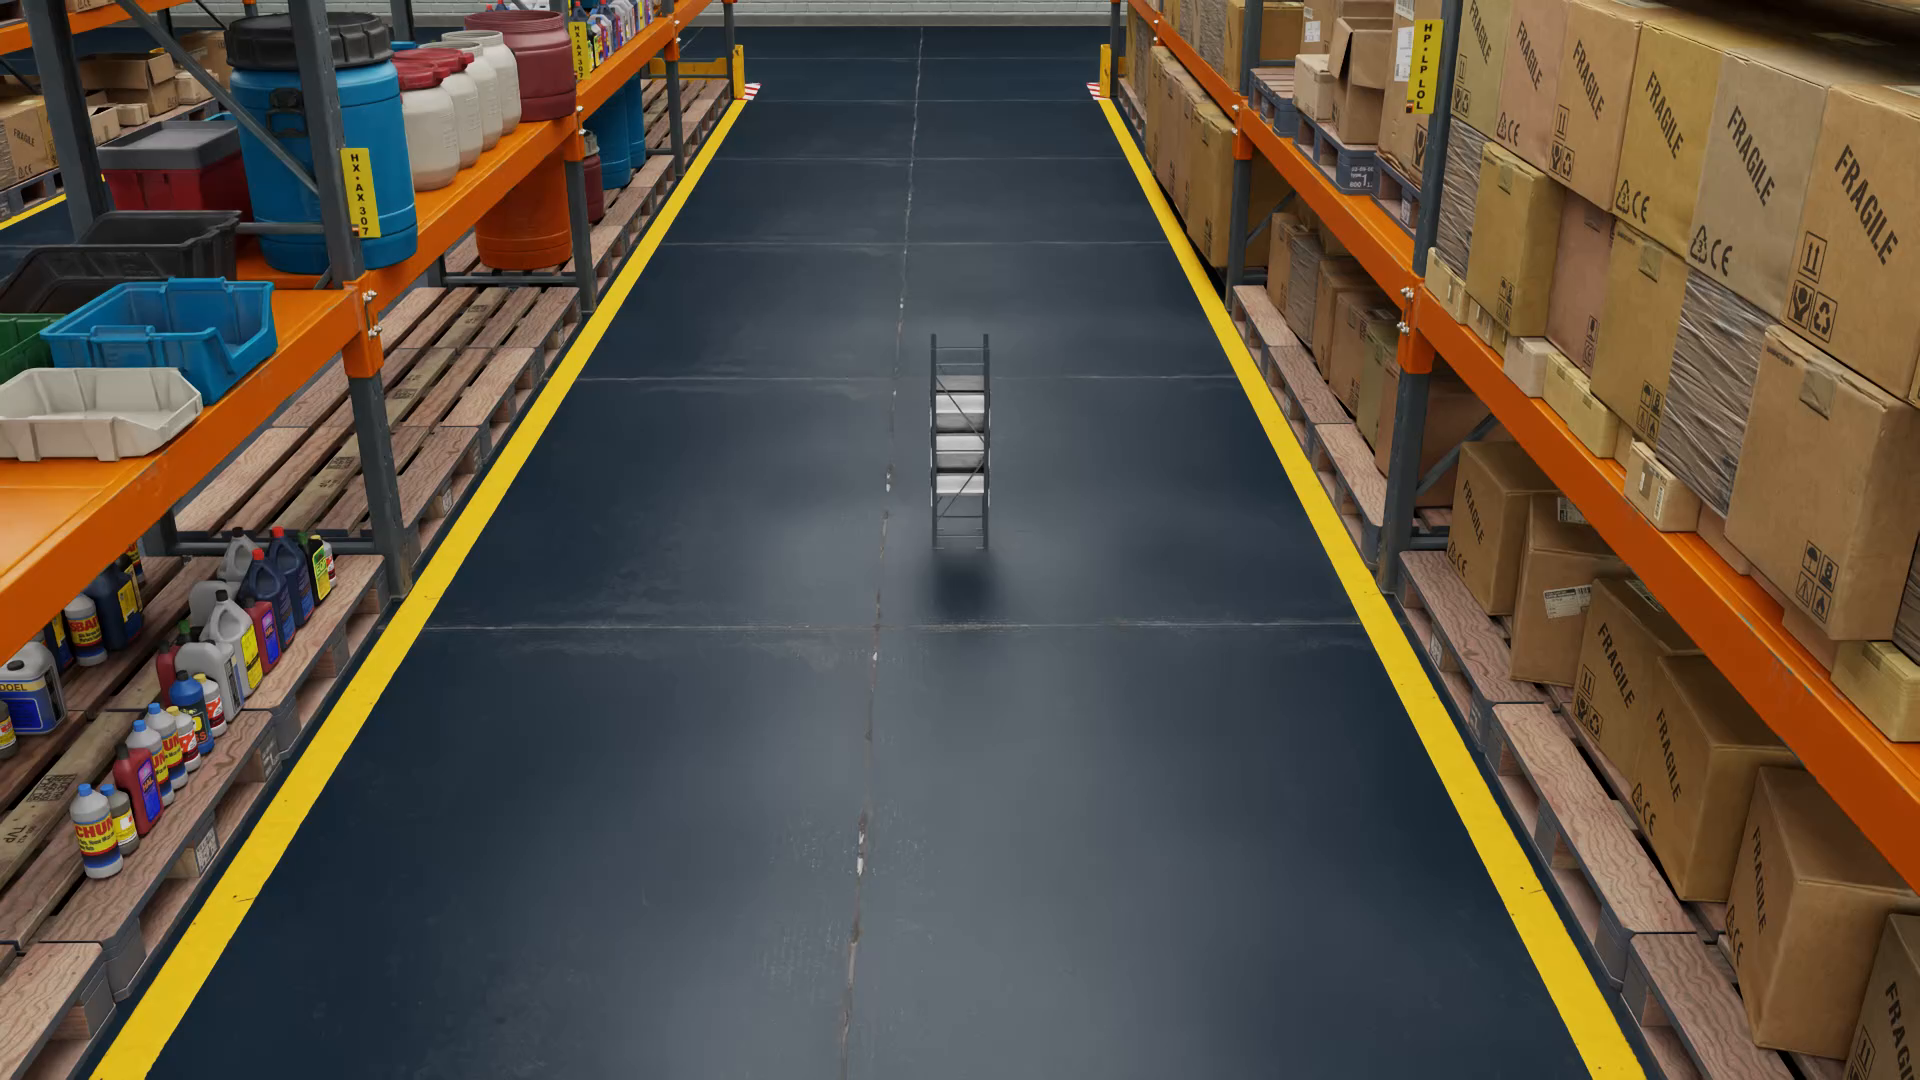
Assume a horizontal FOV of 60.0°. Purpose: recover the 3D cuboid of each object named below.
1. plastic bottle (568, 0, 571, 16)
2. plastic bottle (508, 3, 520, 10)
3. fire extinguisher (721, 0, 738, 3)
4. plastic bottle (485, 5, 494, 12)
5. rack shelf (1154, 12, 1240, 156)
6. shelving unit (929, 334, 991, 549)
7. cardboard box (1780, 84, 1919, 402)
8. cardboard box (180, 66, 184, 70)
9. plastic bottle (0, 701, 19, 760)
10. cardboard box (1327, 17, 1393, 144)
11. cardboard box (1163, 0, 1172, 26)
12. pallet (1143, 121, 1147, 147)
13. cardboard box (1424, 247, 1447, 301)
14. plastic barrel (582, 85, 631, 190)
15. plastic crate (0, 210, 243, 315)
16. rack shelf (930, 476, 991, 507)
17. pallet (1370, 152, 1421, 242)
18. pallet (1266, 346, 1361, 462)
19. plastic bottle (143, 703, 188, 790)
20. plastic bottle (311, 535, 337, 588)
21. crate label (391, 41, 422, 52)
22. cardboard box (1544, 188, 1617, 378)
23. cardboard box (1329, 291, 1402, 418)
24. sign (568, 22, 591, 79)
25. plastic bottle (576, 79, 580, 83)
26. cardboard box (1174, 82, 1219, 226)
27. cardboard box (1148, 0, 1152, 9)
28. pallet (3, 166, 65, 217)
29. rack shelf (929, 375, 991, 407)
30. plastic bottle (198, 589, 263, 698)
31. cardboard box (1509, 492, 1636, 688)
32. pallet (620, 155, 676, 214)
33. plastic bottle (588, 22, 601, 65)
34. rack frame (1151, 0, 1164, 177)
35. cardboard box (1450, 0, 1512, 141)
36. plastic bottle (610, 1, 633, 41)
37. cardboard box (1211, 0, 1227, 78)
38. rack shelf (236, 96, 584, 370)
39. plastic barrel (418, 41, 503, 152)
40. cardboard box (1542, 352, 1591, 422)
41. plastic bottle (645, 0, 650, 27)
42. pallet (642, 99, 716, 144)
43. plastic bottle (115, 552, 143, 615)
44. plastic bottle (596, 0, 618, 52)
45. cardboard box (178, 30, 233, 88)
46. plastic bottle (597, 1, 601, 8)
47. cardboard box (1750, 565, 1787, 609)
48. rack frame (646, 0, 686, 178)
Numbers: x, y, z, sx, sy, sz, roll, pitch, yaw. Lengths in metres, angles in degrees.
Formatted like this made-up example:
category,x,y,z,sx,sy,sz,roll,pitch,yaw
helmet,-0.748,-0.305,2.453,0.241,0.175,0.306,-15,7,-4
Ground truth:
category,x,y,z,sx,sy,sz,roll,pitch,yaw
plastic bottle,-3.147,-4.254,13.075,0.144,0.351,0.185,0,24,-1
plastic bottle,-3.190,-3.713,11.971,0.152,0.276,0.135,0,24,-1
fire extinguisher,-2.418,-5.947,17.305,0.296,0.674,0.183,0,24,-1
plastic bottle,-3.187,-3.470,11.343,0.144,0.351,0.185,0,24,-1
rack shelf,2.148,-3.310,11.801,1.077,0.370,4.000,0,24,-1
shelving unit,0.000,-0.413,7.072,0.258,0.900,0.210,0,24,-1
cardboard box,1.992,-0.585,3.208,0.500,0.500,0.500,0,24,-1
cardboard box,-8.163,-4.794,17.136,0.380,0.149,0.250,0,24,-1
plastic bottle,-3.017,0.577,5.196,0.097,0.201,0.097,0,24,0
cardboard box,2.102,-2.117,7.657,0.797,0.503,0.637,2,24,5
cardboard box,1.881,-4.317,13.033,0.500,0.500,0.500,0,24,0
pallet,2.196,-3.505,14.743,1.003,0.211,1.213,0,24,-1
cardboard box,1.915,-0.961,6.039,0.380,0.149,0.250,0,24,-1
plastic barrel,-2.830,-3.159,12.631,0.600,0.901,0.708,0,24,-1
plastic crate,-2.861,-0.898,5.672,0.767,0.338,0.504,0,24,-1
rack shelf,0.000,-0.219,7.160,0.258,0.077,0.200,0,24,-1
pallet,2.350,-1.393,6.924,1.003,0.211,1.213,0,24,-1
pallet,2.187,-0.719,8.585,1.003,0.211,1.213,0,24,-1
plastic bottle,-2.409,0.617,5.023,0.097,0.271,0.097,0,24,0
plastic bottle,-2.424,0.080,6.296,0.097,0.201,0.097,0,24,0
crate label,-3.043,-2.397,8.866,0.502,0.435,0.616,0,24,-1
cardboard box,2.233,-0.749,4.783,0.875,0.500,0.500,0,24,-1
cardboard box,2.235,-0.907,8.115,0.700,0.500,0.500,-2,24,-5
sign,-2.233,-2.871,9.760,0.100,0.325,0.005,0,24,-1
plastic bottle,-2.440,-2.968,10.414,0.097,0.201,0.097,0,24,0
cardboard box,2.181,-2.688,11.623,1.225,0.875,0.875,0,24,0
cardboard box,1.792,-4.578,14.036,0.380,0.149,0.250,0,24,0
pallet,-7.733,-2.813,13.214,1.003,0.211,1.213,0,24,-1
rack shelf,0.000,-0.629,6.974,0.258,0.077,0.200,0,24,-1
plastic bottle,-2.439,0.340,5.539,0.144,0.351,0.185,0,24,-1
cardboard box,2.191,0.183,5.728,0.500,0.500,0.500,8,25,16
pallet,-2.860,-2.851,13.297,1.003,0.211,1.213,0,24,-1
plastic bottle,-2.448,-3.301,11.065,0.097,0.271,0.097,0,24,0
rack frame,2.126,-4.462,13.475,1.000,3.000,0.127,0,24,-1
cardboard box,1.964,-1.615,5.486,0.500,0.500,0.500,0,24,-1
plastic bottle,-2.488,-3.808,12.181,0.152,0.276,0.135,0,24,-1
cardboard box,1.917,-3.267,10.711,0.500,0.500,0.500,0,24,-1
rack shelf,-2.761,-1.639,8.107,1.077,0.370,4.000,0,24,-1
plastic barrel,-2.554,-2.246,8.439,0.421,0.512,0.421,0,24,0
cardboard box,1.953,-0.446,4.901,0.380,0.149,0.250,0,24,-1
plastic bottle,-2.451,-4.130,12.884,0.061,0.283,0.133,0,24,-1
pallet,-2.890,-3.976,15.784,1.003,0.211,1.213,0,24,-1
plastic bottle,-3.037,0.160,6.019,0.061,0.283,0.133,0,24,-1
plastic bottle,-2.478,-3.586,11.598,0.144,0.351,0.185,0,24,-1
cardboard box,-7.571,-4.906,16.956,0.500,0.500,0.500,0,24,-1
plastic bottle,-2.613,-3.798,12.163,0.097,0.271,0.097,0,24,0
cardboard box,2.042,0.069,3.762,0.380,0.149,0.250,0,24,-1
rack frame,-2.827,-4.439,13.426,1.000,3.000,0.127,0,24,-1
